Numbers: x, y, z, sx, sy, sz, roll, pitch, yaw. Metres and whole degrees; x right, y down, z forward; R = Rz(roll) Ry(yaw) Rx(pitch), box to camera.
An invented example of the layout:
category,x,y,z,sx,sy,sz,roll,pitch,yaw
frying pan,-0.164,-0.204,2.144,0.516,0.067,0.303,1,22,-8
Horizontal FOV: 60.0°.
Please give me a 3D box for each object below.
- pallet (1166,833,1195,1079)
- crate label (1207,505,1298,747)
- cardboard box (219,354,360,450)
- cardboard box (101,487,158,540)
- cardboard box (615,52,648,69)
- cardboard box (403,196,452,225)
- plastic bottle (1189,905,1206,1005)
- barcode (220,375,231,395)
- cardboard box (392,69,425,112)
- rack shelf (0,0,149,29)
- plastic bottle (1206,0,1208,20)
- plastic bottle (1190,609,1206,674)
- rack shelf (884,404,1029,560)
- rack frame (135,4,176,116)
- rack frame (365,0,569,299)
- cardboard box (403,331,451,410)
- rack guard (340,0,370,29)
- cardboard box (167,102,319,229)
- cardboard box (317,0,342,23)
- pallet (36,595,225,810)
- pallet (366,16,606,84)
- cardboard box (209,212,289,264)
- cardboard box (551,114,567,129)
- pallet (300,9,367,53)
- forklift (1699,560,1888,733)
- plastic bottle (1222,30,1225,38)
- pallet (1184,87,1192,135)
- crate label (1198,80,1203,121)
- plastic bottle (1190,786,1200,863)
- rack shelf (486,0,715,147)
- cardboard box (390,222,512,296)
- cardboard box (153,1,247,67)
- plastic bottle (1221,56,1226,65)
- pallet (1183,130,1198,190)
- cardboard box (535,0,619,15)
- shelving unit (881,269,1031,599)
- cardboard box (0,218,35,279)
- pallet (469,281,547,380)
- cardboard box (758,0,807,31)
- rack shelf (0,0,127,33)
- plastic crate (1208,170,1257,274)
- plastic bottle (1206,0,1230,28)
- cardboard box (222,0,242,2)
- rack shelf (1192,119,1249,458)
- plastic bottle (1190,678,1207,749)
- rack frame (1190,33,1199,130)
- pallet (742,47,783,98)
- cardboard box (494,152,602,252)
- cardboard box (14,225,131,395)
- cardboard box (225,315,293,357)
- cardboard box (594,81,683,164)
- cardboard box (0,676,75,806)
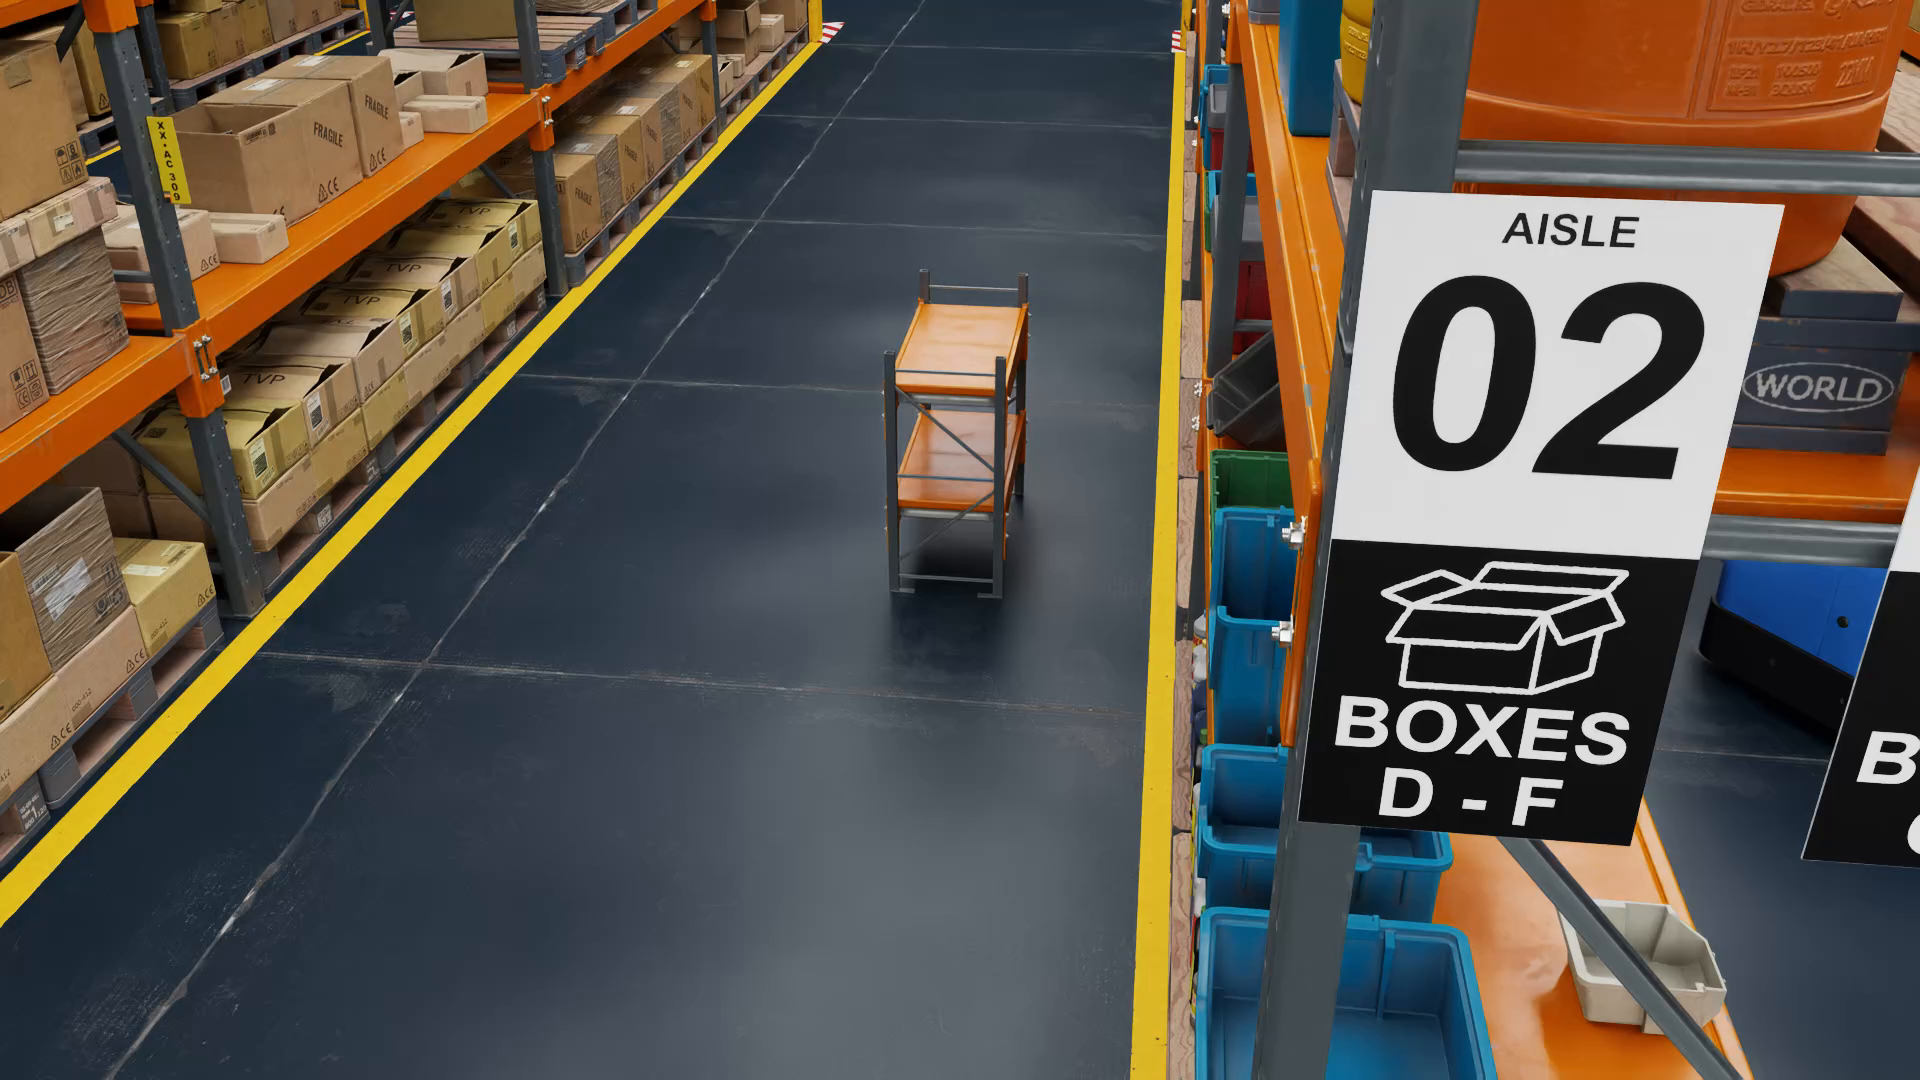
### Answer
category,x,y,z,sx,sy,sz,roll,pitch,yaw
pallet,1.132,1.371,4.983,1.003,0.211,1.213,3,28,6
crate label,0.869,0.239,4.107,0.502,0.435,0.616,3,28,6
cardboard box,-3.149,-0.673,7.701,0.500,0.311,0.500,3,28,6
cardboard box,-3.750,-0.222,7.456,0.500,0.250,0.500,3,28,6
cardboard box,-2.834,-3.681,13.592,0.500,0.500,0.500,2,28,4
cardboard box,-3.379,-1.911,9.999,0.500,0.311,0.500,4,29,8
plastic bottle,0.699,1.193,4.774,0.061,0.283,0.133,4,29,7
barcode,-3.069,-0.648,6.949,0.001,0.075,0.075,3,28,6
cardboard box,-3.325,-2.470,9.266,0.500,0.311,0.500,3,28,6
rack shelf,-7.695,-3.830,12.454,1.077,0.370,4.000,3,28,6
plastic bottle,1.834,-3.826,11.820,0.152,0.276,0.135,3,28,6
plastic bottle,0.928,0.386,6.284,0.097,0.271,0.097,0,28,0
rack shelf,0.001,-0.283,7.605,0.538,0.278,1.000,3,28,6
rack frame,-7.450,-5.088,14.031,1.000,3.000,0.127,3,28,6
rack frame,-3.023,-2.919,10.005,1.000,3.000,0.127,3,28,6
cardboard box,-3.030,-0.910,8.732,0.500,0.250,0.500,4,29,7
rack guard,-6.957,-5.881,18.140,1.175,0.500,0.348,3,28,6
cardboard box,-3.338,-1.688,7.616,0.500,0.500,0.500,5,29,10
cardboard box,-6.946,-5.720,17.397,0.700,0.500,0.500,3,28,6
pallet,-3.652,0.564,6.481,1.003,0.211,1.213,3,28,6
pallet,-3.010,-3.157,10.650,1.213,0.211,1.003,3,28,6
cardboard box,-3.202,-1.330,7.322,0.380,0.149,0.250,3,28,6
cardboard box,-3.078,-2.709,11.788,0.500,0.500,0.500,2,28,4
pallet,-6.980,-5.362,17.480,1.003,0.211,1.213,3,28,6
forklift,4.543,-0.920,6.368,3.031,2.935,1.130,-15,32,-25
plastic bottle,1.627,-3.133,10.538,0.097,0.271,0.097,0,28,0
pallet,2.434,-3.633,14.270,1.003,0.211,1.213,3,28,6
crate label,1.469,-2.379,9.180,0.303,0.233,0.416,3,28,6
plastic bottle,0.816,0.871,5.300,0.144,0.351,0.185,3,28,6
rack shelf,-2.778,-3.543,11.923,1.077,0.370,4.000,3,28,6
cardboard box,-2.900,-1.634,9.486,0.500,0.311,0.500,3,28,5
cardboard box,-7.191,-4.754,15.605,0.700,0.500,0.500,3,28,6
plastic bottle,1.551,-2.810,10.013,0.097,0.201,0.097,0,28,0
pallet,2.247,-2.924,12.954,1.003,0.211,1.213,3,28,6
cardboard box,-2.756,-3.870,11.223,0.700,0.500,0.500,9,30,16
shelving unit,0.001,-0.498,7.489,0.538,1.125,1.048,3,28,6
cardboard box,-3.396,-0.985,5.627,0.380,0.149,0.250,3,28,5
pallet,-3.163,-1.306,9.951,1.003,0.211,1.213,3,28,6
cardboard box,-1.865,-5.507,16.982,0.500,0.500,0.500,3,28,6
rack shelf,-3.758,-1.098,4.222,1.077,0.370,4.000,3,28,6
plastic crate,1.229,-1.277,6.974,0.392,0.384,0.575,3,28,6
plastic bottle,1.806,-3.717,11.617,0.152,0.276,0.135,3,28,6
cardboard box,-6.970,-5.200,15.749,0.380,0.149,0.250,3,28,5
rack shelf,1.648,-1.371,7.891,1.077,0.370,4.000,3,28,6
plastic bottle,0.892,0.582,5.836,0.144,0.351,0.185,4,29,8
rack frame,2.383,-4.512,12.962,1.000,3.000,0.127,3,28,6
pallet,-2.301,-4.473,15.830,1.003,0.211,1.213,3,28,6
cardboard box,-2.684,-2.210,10.861,0.500,0.500,0.500,5,29,8
cardboard box,-3.561,-0.871,6.098,0.700,0.500,0.500,3,28,5
cardboard box,-3.627,-0.944,8.206,0.500,0.311,0.500,3,28,6
cardboard box,-2.440,-3.178,12.657,0.500,0.500,0.500,4,29,7
cardboard box,-3.471,0.692,5.760,0.500,0.250,0.500,3,28,6
